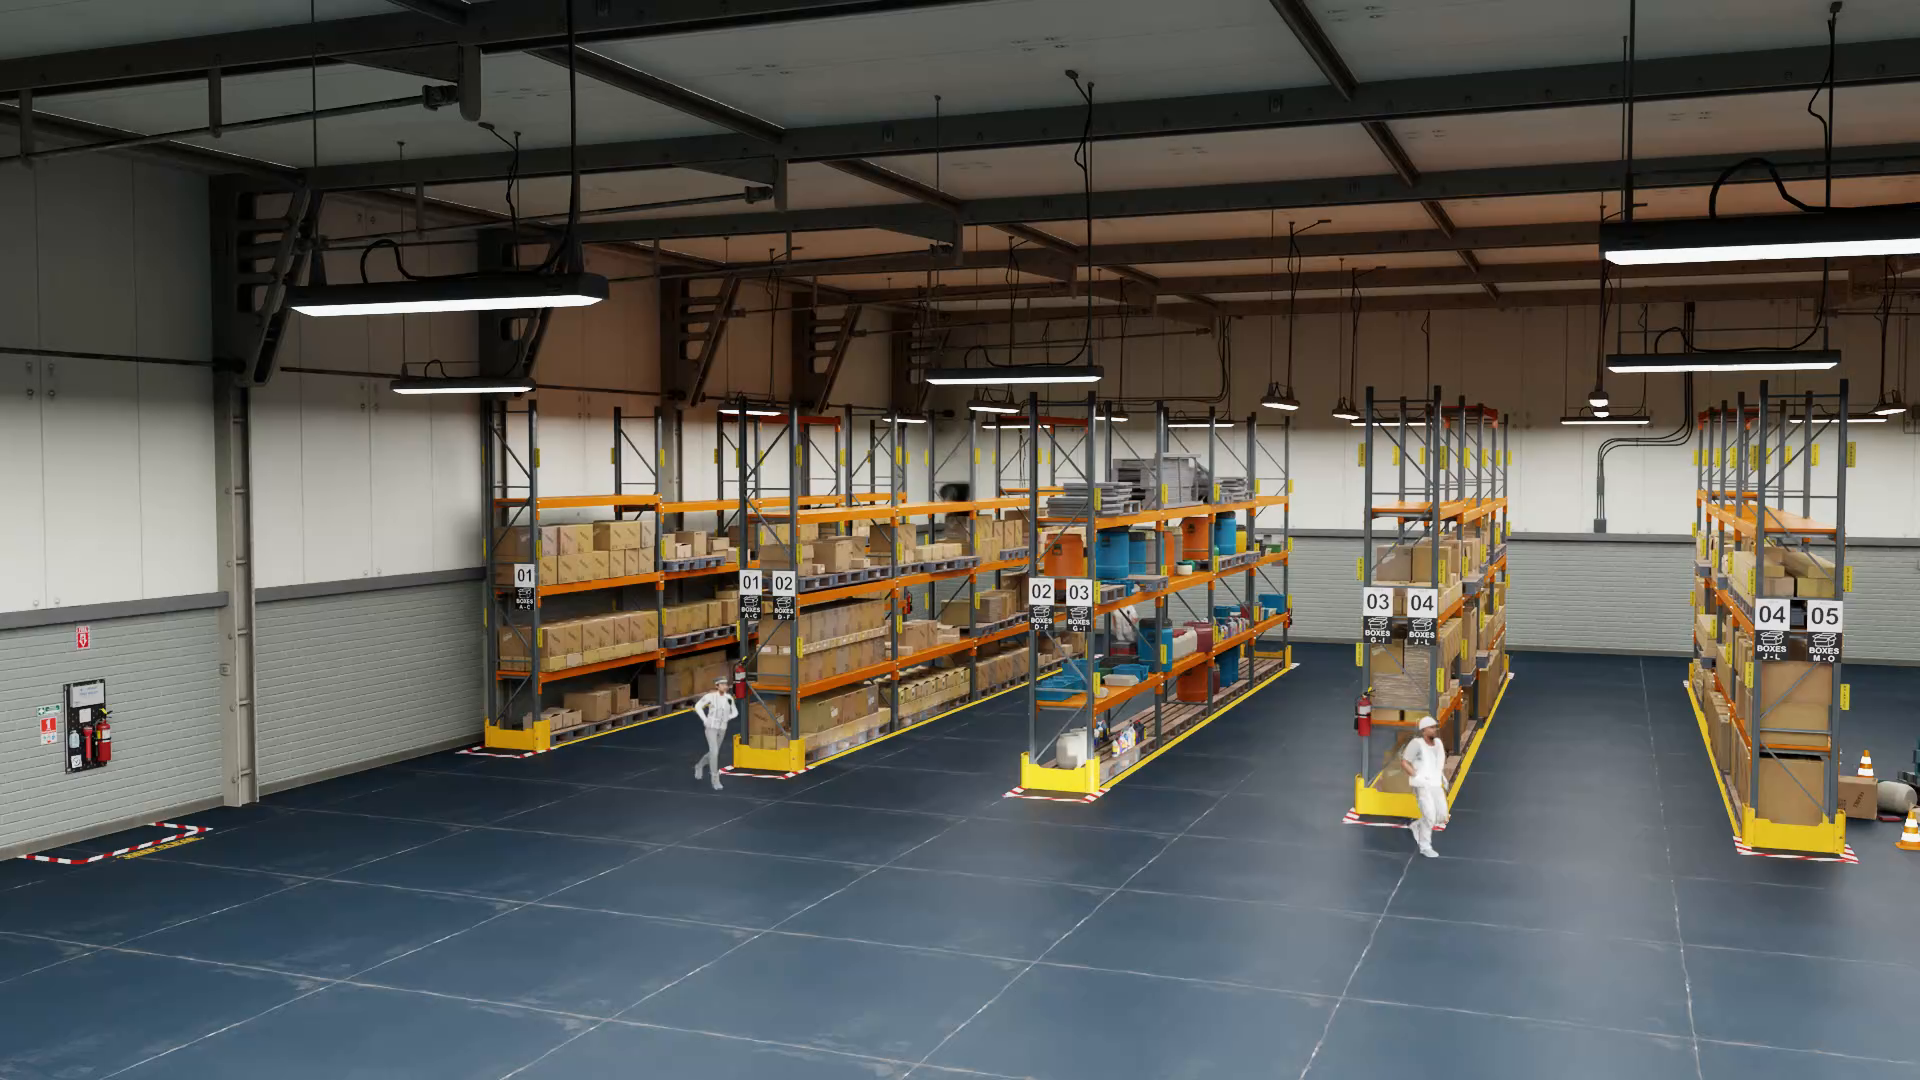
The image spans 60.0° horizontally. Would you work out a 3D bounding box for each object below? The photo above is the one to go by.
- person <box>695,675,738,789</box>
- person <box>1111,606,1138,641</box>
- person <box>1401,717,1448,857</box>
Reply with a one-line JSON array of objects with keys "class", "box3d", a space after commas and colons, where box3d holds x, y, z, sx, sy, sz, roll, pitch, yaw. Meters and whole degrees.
[{"class": "person", "box3d": [-3.727, 2.917, 25.552, 0.639, 1.702, 0.879, -2, 4, -38]}, {"class": "person", "box3d": [3.891, 2.184, 39.394, 0.672, 1.789, 0.844, 1, 3, 16]}, {"class": "person", "box3d": [5.851, 3.093, 20.999, 0.705, 1.745, 0.589, -2, 3, -31]}]
